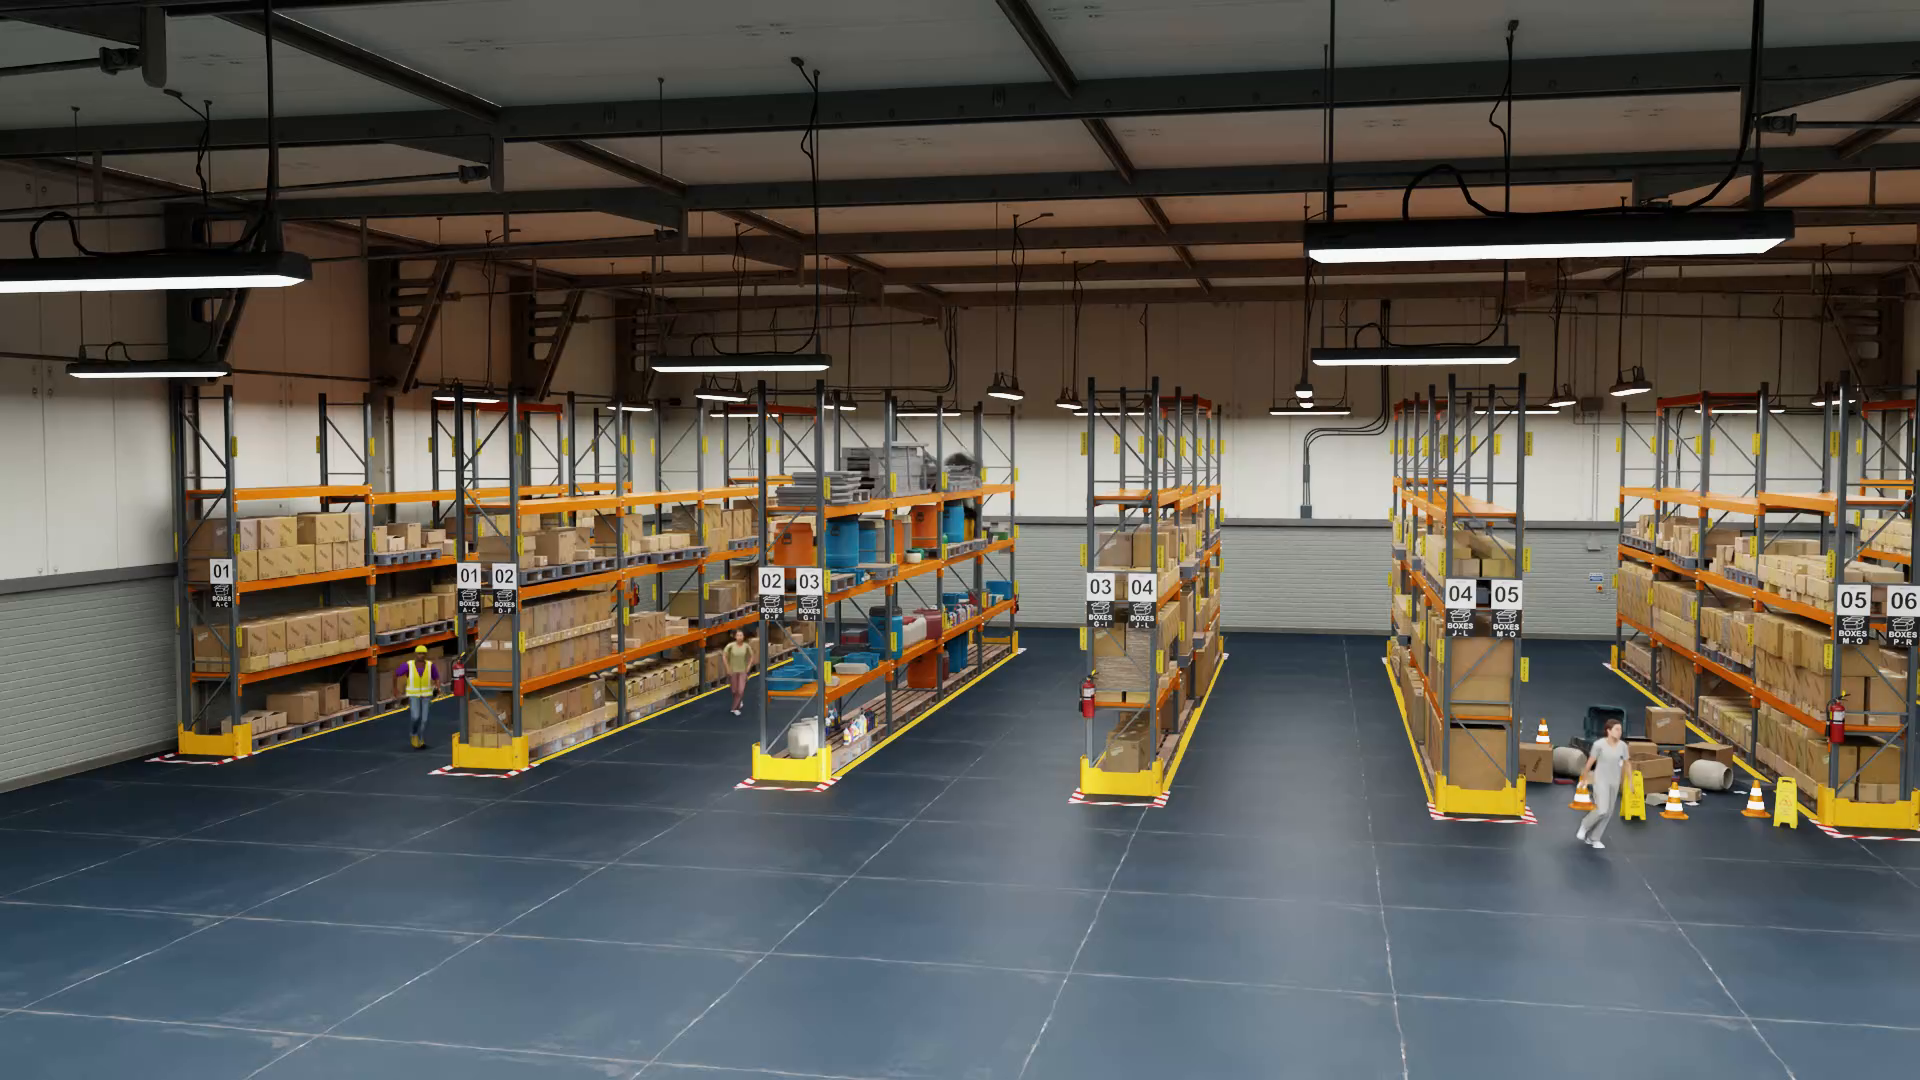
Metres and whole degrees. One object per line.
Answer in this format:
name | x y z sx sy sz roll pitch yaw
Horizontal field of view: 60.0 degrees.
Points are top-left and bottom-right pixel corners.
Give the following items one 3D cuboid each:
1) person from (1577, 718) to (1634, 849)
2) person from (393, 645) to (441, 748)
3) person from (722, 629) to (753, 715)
person | 8.023 3.026 20.676 0.567 1.643 0.547 -1 3 -12
person | -8.971 2.590 27.538 0.727 1.706 0.784 -2 4 -29
person | -4.164 2.462 31.179 0.580 1.609 0.557 -1 3 -11
